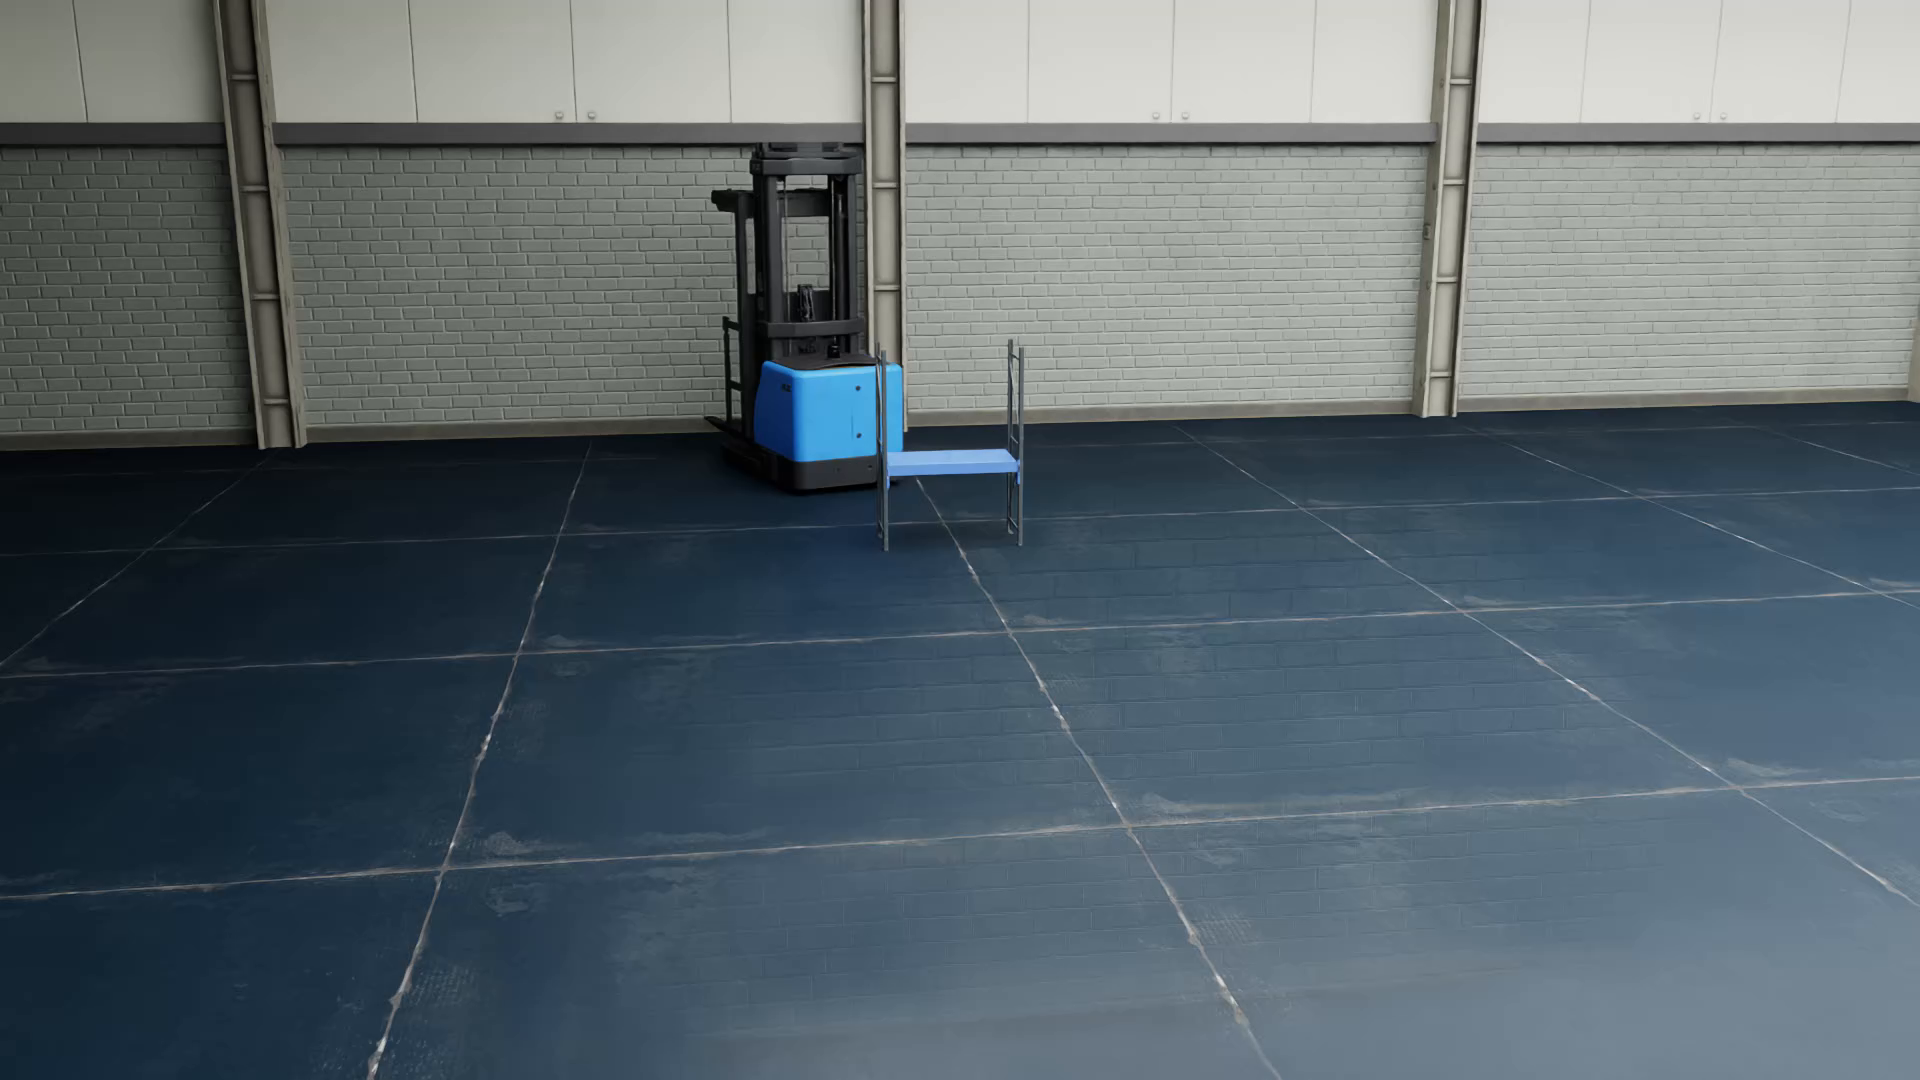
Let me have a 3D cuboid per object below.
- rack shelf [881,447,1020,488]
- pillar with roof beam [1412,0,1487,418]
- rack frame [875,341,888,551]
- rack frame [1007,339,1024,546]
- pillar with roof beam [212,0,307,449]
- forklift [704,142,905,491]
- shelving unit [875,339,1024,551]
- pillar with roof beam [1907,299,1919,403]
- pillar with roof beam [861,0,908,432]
[{"bbox_3d":[-0.084,-0.550,12.571,1.000,0.185,0.538,-2,14,-8],"label":"rack shelf"},{"bbox_3d":[5.817,-4.697,12.951,0.400,9.000,9.100,-2,14,-8],"label":"pillar with roof beam"},{"bbox_3d":[-0.587,-0.706,12.454,0.032,1.500,0.500,-2,14,-8],"label":"rack frame"},{"bbox_3d":[0.418,-0.743,12.601,0.032,1.500,0.500,-2,14,-8],"label":"rack frame"},{"bbox_3d":[-6.049,-4.262,11.217,0.400,9.000,9.100,-2,14,-8],"label":"pillar with roof beam"},{"bbox_3d":[-1.596,-2.156,15.292,1.130,2.935,3.031,-7,16,-26],"label":"forklift"},{"bbox_3d":[-0.084,-0.724,12.527,1.048,1.500,0.538,-2,14,-8],"label":"shelving unit"},{"bbox_3d":[11.751,-4.914,13.818,0.400,9.000,9.100,-2,14,-8],"label":"pillar with roof beam"},{"bbox_3d":[-0.116,-4.479,12.084,0.400,9.000,9.100,-2,14,-8],"label":"pillar with roof beam"}]
